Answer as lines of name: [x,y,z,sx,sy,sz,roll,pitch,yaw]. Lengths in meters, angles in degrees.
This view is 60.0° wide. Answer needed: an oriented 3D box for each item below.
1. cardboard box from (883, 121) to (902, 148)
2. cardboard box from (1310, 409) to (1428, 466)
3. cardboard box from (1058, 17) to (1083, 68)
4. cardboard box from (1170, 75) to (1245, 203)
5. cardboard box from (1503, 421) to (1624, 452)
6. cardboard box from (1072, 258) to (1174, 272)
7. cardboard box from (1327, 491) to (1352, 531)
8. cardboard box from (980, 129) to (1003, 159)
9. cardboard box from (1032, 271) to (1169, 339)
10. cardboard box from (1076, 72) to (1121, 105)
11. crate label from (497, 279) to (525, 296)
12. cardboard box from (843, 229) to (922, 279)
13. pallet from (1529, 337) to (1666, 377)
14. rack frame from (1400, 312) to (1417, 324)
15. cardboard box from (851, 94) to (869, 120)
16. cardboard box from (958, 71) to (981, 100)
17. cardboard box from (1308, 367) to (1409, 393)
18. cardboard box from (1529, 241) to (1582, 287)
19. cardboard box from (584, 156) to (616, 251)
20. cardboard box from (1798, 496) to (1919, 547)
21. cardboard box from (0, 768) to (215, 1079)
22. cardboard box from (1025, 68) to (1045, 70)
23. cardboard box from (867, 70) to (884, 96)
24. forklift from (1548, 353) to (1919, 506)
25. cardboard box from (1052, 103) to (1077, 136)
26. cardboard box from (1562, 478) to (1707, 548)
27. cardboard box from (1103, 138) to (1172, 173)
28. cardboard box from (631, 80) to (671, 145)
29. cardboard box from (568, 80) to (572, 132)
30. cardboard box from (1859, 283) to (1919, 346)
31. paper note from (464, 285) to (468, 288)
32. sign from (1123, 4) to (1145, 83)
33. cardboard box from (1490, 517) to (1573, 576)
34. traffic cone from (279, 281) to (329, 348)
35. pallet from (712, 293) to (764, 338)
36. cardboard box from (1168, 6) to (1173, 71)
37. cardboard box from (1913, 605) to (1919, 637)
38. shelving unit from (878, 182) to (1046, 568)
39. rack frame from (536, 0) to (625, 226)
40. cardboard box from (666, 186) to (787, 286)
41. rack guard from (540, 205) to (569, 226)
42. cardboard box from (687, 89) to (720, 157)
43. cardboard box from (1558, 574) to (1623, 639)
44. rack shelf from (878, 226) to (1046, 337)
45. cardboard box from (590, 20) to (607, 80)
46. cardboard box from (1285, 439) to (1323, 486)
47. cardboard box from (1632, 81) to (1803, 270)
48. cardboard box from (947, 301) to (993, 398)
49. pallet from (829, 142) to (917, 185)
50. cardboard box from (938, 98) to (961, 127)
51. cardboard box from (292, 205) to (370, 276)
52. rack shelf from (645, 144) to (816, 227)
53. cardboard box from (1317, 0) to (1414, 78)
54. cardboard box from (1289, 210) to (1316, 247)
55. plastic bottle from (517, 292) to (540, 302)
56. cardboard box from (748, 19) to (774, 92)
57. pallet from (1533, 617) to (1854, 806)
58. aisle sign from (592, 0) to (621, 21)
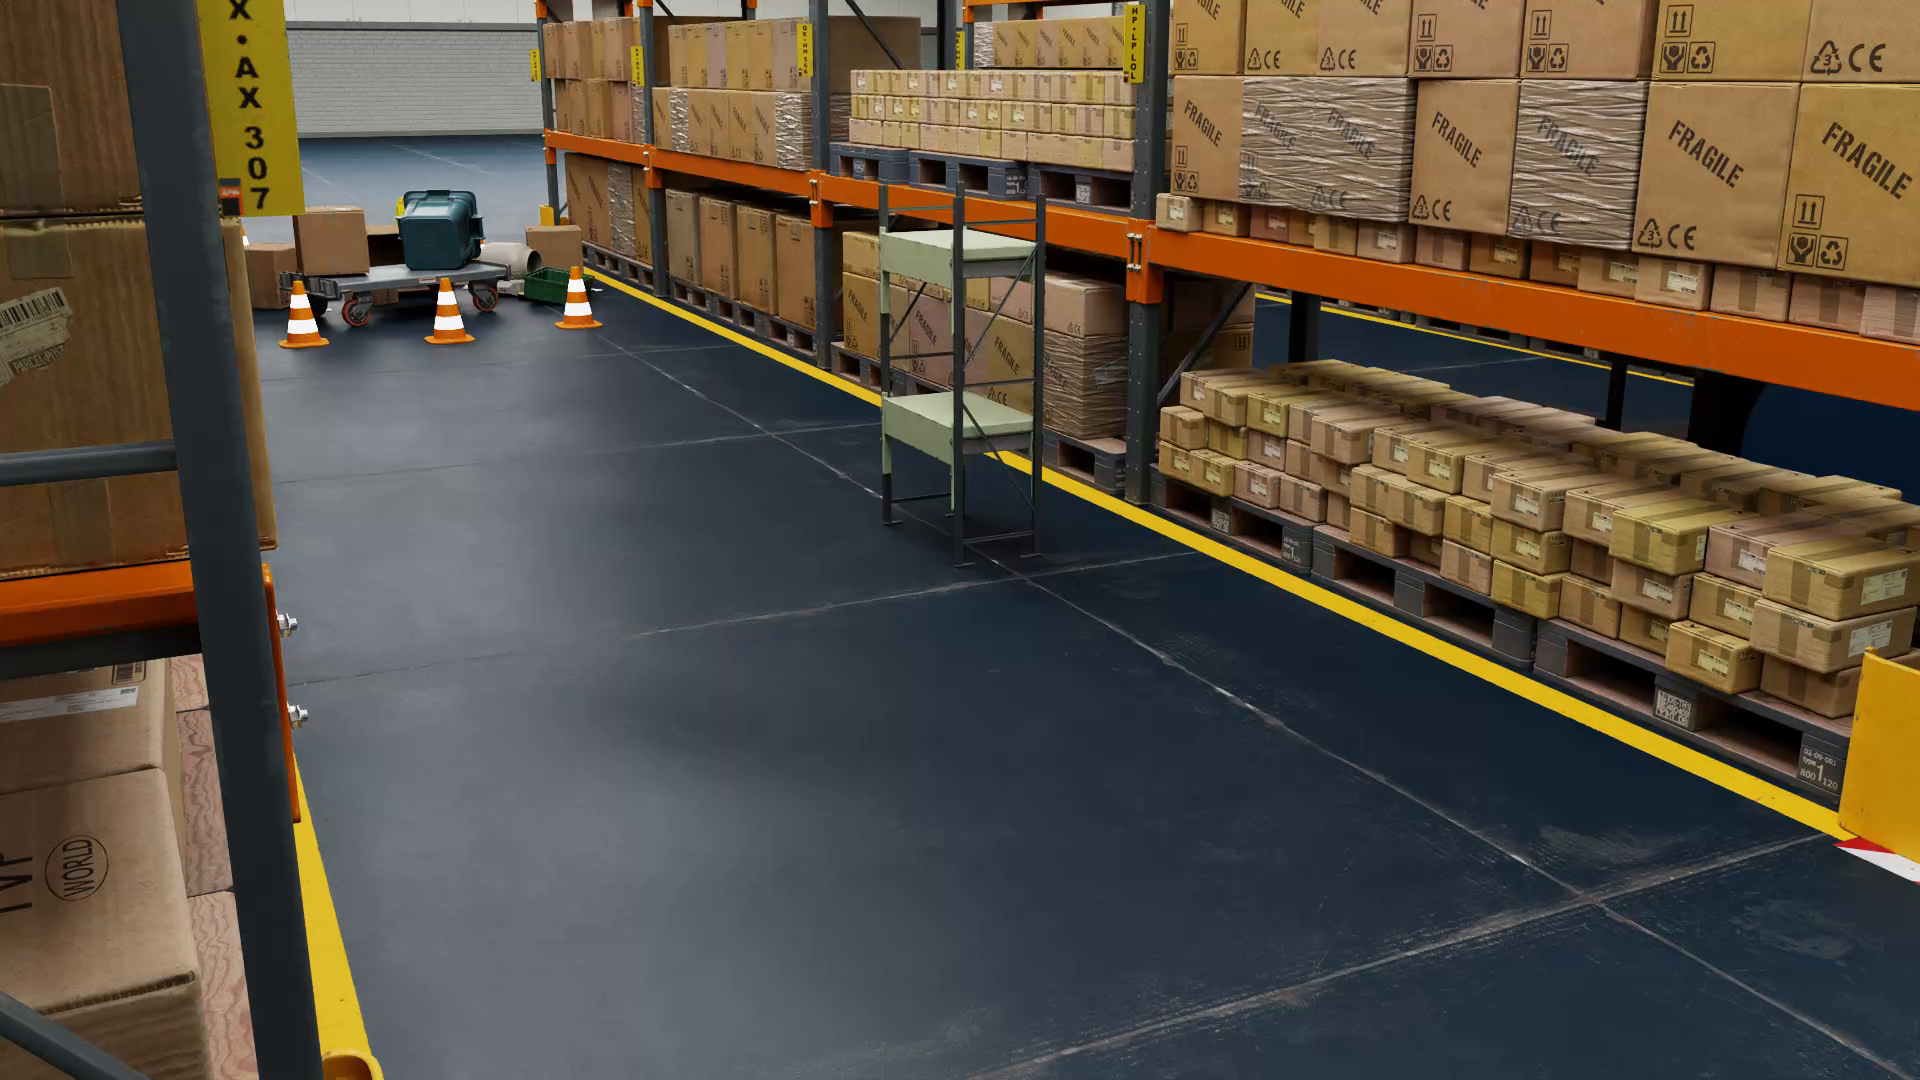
cardboard box: [-0.247,-2.474,10.126,0.380,0.149,0.250,-7,17,-22]
cardboard box: [1.615,-0.409,6.567,0.380,0.149,0.250,-7,18,-24]
cardboard box: [1.370,-5.225,17.488,0.500,0.500,0.500,-8,18,-25]
cardboard box: [1.245,-1.707,7.041,0.500,0.500,0.500,-8,18,-26]
cardboard box: [2.292,-0.341,6.328,0.380,0.149,0.250,-8,18,-25]
cardboard box: [0.933,-1.377,9.022,0.500,0.250,0.500,-7,17,-23]
cardboard box: [1.703,-0.131,6.676,0.380,0.149,0.250,-9,18,-27]
cardboard box: [0.329,-2.148,8.991,0.380,0.149,0.250,-7,17,-22]
cardboard box: [0.701,-1.184,8.350,0.500,0.250,0.500,-8,18,-26]
cardboard box: [0.785,-2.179,8.021,0.380,0.149,0.250,-8,18,-27]
crate label: [-3.983,-2.249,14.840,0.250,0.136,0.298,7,17,23]
cardboard box: [-0.413,-1.822,10.572,0.500,0.250,0.500,-9,18,-27]
pallet: [4.813,-1.388,11.706,1.003,0.211,1.213,-8,18,-25]
rack frame: [4.005,-3.235,13.087,1.000,3.000,0.127,-8,18,-25]
cardboard box: [-0.467,-2.741,10.520,0.380,0.149,0.250,-7,17,-22]
cardboard box: [0.214,-2.502,9.148,0.380,0.149,0.250,-8,18,-26]
cardboard box: [1.792,-0.672,7.481,0.380,0.149,0.250,-7,18,-24]
cardboard box: [2.125,-0.934,5.521,0.380,0.149,0.250,-8,18,-27]
cardboard box: [-3.259,-3.447,16.916,0.875,0.875,0.875,-8,18,-26]
cardboard box: [2.854,-0.020,5.210,0.380,0.149,0.250,-7,18,-24]
cardboard box: [-1.778,0.824,2.826,0.875,0.438,0.875,-8,18,-27]
cardboard box: [1.224,-5.032,18.626,0.875,0.500,0.500,-8,18,-25]
cardboard box: [-0.349,-2.824,10.269,0.380,0.149,0.250,-8,18,-26]
forklift: [3.505,-1.502,7.170,1.130,2.935,3.031,-7,17,-22]
cardboard box: [0.680,-2.095,8.269,0.380,0.149,0.250,-7,17,-22]
cardboard box: [2.205,-0.086,5.440,0.380,0.149,0.250,-8,18,-27]
cardboard box: [0.903,-1.825,7.866,0.380,0.149,0.250,-8,18,-26]
cardboard box: [-2.423,-3.815,14.835,0.875,0.550,0.550,-8,18,-25]
cardboard box: [-3.539,-4.497,17.210,0.875,0.550,0.550,-8,18,-25]
cardboard box: [2.610,-0.603,4.371,0.380,0.149,0.250,-8,18,-25]
paper note: [-4.490,-2.338,15.356,0.172,0.023,0.155,-2,16,-6]
sign: [0.757,-2.158,7.233,0.100,0.325,0.005,-8,18,-25]
cardboard box: [2.051,-0.004,5.694,0.380,0.149,0.250,-7,18,-24]
traffic cone: [-4.854,-1.672,12.239,0.336,0.463,0.334,-8,18,-25]
pallet: [-1.306,-1.828,13.236,1.003,0.211,1.213,-8,18,-25]
cardboard box: [2.475,-4.504,15.657,1.000,1.000,1.000,-8,18,-25]
cardboard box: [3.008,0.187,5.029,0.380,0.149,0.250,-7,17,-23]
shelving unit: [-0.003,-0.723,7.050,0.431,1.500,0.755,-8,18,-25]
rack frame: [-4.003,-4.645,17.998,1.000,3.000,0.127,-8,18,-25]
cardboard box: [-1.897,-2.630,14.296,1.050,0.750,0.750,-8,18,-25]
rack guard: [-4.013,-3.449,18.364,1.175,0.500,0.348,-8,18,-25]
cardboard box: [-1.823,-3.289,13.092,0.500,0.500,0.500,-8,18,-25]
cardboard box: [2.227,0.199,5.528,0.380,0.149,0.250,-7,18,-24]
rack shelf: [-0.003,-1.098,6.942,0.431,0.370,0.720,-8,18,-25]
cardboard box: [-3.079,-4.743,16.111,0.875,0.550,0.500,-8,18,-25]
cardboard box: [1.572,-0.340,6.865,0.380,0.149,0.250,-9,18,-28]
cardboard box: [2.358,-1.077,4.846,0.500,0.500,0.500,-8,18,-26]
cardboard box: [0.259,-1.078,9.339,0.500,0.500,0.500,-8,18,-26]
pallet: [-0.090,-2.405,10.542,1.213,0.211,1.003,-8,18,-25]
cardboard box: [0.099,-2.422,9.407,0.380,0.149,0.250,-8,18,-25]
cardboard box: [-5.069,-2.415,13.386,0.500,0.500,0.500,-8,18,-25]
rack shelf: [-1.374,-2.811,12.913,1.077,0.370,4.000,-8,18,-25]
cardboard box: [1.667,-1.944,6.055,0.500,0.500,0.500,-7,18,-24]
cardboard box: [1.542,-1.256,6.645,0.380,0.149,0.250,-9,18,-27]
plastic bottle: [-3.728,-2.127,14.551,0.283,0.061,0.133,11,19,33]
cardboard box: [-1.135,-3.555,12.205,0.700,0.500,0.500,-8,18,-26]
pallet: [2.649,0.438,5.341,1.003,0.211,1.213,-8,18,-25]
aisle sign: [-3.764,-5.948,17.828,0.394,0.787,0.004,-8,18,-25]
